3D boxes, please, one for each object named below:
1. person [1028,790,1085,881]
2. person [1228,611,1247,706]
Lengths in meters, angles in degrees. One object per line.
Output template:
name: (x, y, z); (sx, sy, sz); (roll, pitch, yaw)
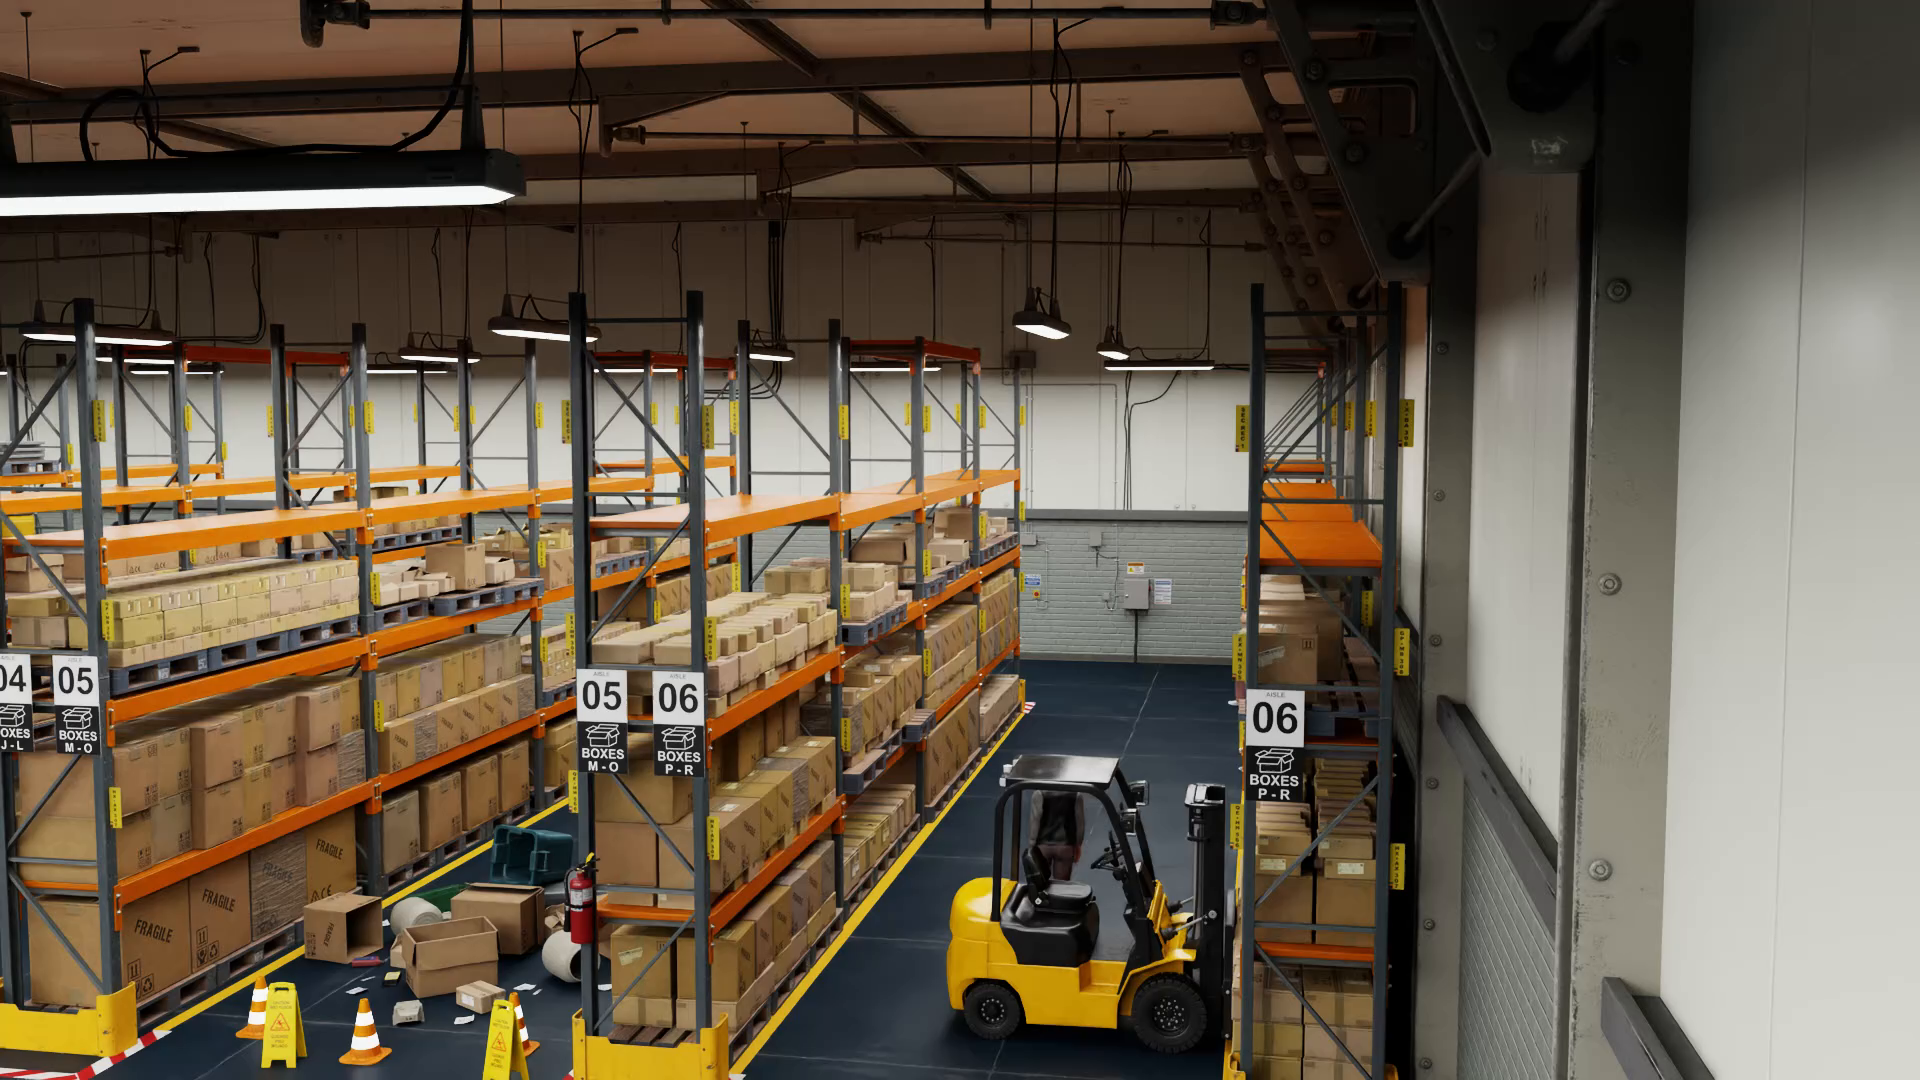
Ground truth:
person: (0.942, 3.055, 16.178); (0.552, 1.728, 0.613); (0, 5, 4)
person: (4.957, 2.026, 28.570); (0.663, 1.651, 0.454); (1, 5, 10)
